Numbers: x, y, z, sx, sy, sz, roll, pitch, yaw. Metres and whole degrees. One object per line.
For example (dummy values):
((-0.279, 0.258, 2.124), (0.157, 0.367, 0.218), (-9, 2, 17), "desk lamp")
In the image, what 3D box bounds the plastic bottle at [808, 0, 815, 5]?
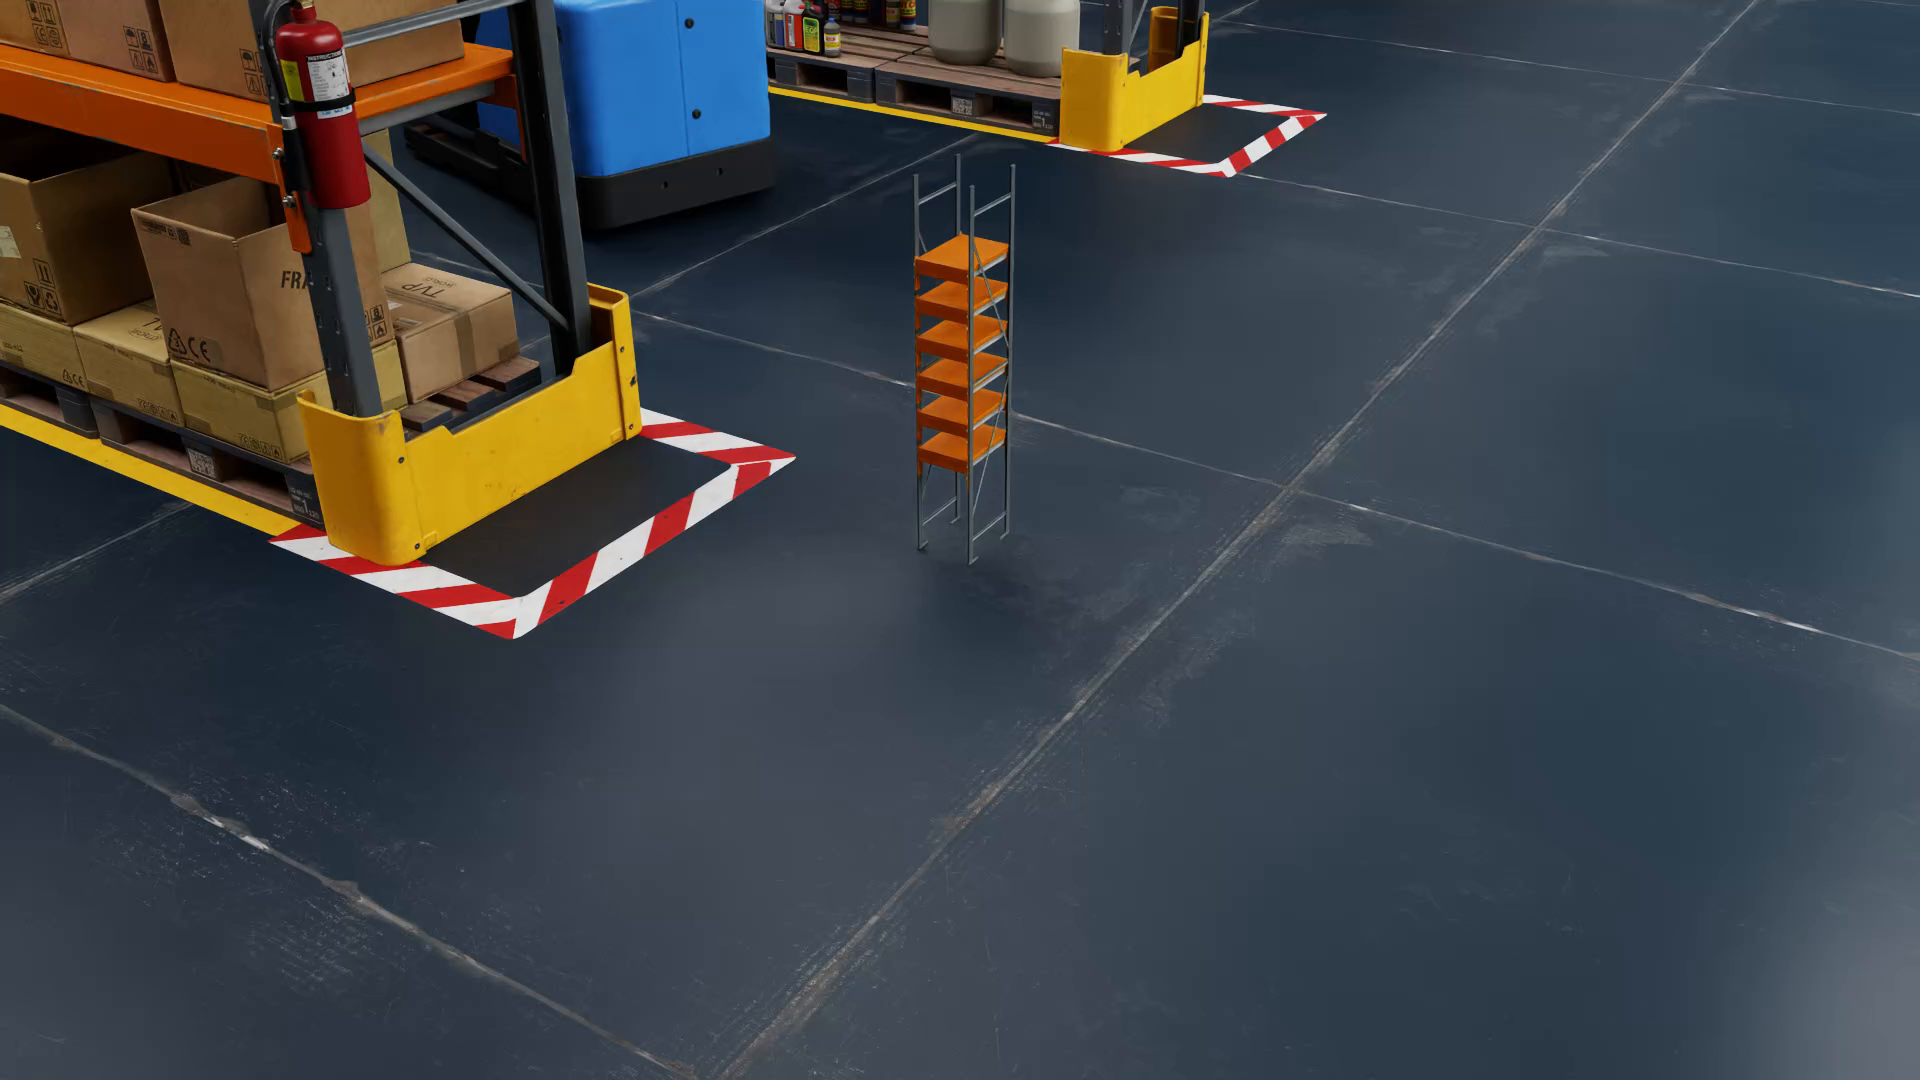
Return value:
((-0.951, -3.417, 10.470), (0.097, 0.201, 0.097), (0, 30, 0), "plastic bottle")

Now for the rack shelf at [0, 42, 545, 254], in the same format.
((-3.279, -1.728, 5.950), (4.000, 0.370, 1.077), (18, 35, 27), "rack shelf")

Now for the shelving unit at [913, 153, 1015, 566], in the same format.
((0.012, -0.514, 4.941), (0.189, 1.200, 0.258), (18, 35, 27), "shelving unit")

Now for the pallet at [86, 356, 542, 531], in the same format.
((-2.255, -0.486, 5.873), (1.213, 0.211, 1.003), (18, 35, 27), "pallet")

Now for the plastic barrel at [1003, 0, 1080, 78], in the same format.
((0.454, -2.867, 9.239), (0.421, 0.512, 0.421), (0, 30, 0), "plastic barrel")

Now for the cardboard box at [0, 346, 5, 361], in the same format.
((-3.473, -0.911, 6.147), (0.500, 0.250, 0.500), (18, 35, 27), "cardboard box")

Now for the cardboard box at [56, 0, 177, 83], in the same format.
((-2.421, -1.816, 5.286), (0.500, 0.500, 0.700), (19, 35, 29), "cardboard box")

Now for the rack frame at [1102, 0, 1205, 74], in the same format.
((1.052, -3.616, 8.472), (0.127, 3.000, 1.000), (18, 35, 27), "rack frame")

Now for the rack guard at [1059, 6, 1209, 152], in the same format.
((0.962, -2.537, 9.102), (0.348, 0.500, 1.175), (18, 35, 27), "rack guard")

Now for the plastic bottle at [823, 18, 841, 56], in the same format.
((-0.737, -2.903, 9.589), (0.097, 0.201, 0.097), (0, 30, 0), "plastic bottle")

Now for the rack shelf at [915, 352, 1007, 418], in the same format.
((0.012, -0.476, 4.963), (0.180, 0.103, 0.258), (18, 35, 27), "rack shelf")

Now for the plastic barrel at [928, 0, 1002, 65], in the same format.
((0.029, -3.001, 9.470), (0.421, 0.512, 0.421), (0, 30, 0), "plastic barrel")

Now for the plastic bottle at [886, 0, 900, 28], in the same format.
((-0.406, -3.244, 10.174), (0.097, 0.201, 0.097), (0, 30, 0), "plastic bottle")

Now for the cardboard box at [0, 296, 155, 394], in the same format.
((-3.051, -0.776, 5.916), (0.500, 0.250, 0.500), (18, 35, 27), "cardboard box")

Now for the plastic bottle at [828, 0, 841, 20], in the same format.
((-0.777, -3.361, 10.376), (0.097, 0.201, 0.097), (0, 30, 0), "plastic bottle")

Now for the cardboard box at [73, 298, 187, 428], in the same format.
((-2.626, -0.643, 5.688), (0.500, 0.250, 0.500), (18, 35, 27), "cardboard box")

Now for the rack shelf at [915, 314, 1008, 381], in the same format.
((0.012, -0.580, 4.903), (0.180, 0.103, 0.258), (18, 35, 27), "rack shelf")

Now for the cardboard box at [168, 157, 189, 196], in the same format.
((-2.776, -1.321, 6.105), (0.500, 0.500, 0.500), (18, 35, 27), "cardboard box")

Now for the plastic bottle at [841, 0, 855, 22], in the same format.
((-0.693, -3.365, 10.312), (0.097, 0.271, 0.097), (0, 30, 0), "plastic bottle")

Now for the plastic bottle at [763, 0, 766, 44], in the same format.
((-1.196, -3.126, 9.824), (0.185, 0.351, 0.144), (19, 35, 29), "plastic bottle")

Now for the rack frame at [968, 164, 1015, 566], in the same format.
((0.090, -0.490, 4.899), (0.006, 1.200, 0.240), (18, 35, 27), "rack frame")

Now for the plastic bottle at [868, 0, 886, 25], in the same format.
((-0.500, -3.320, 10.223), (0.133, 0.283, 0.061), (18, 35, 28), "plastic bottle")

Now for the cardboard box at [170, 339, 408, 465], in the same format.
((-2.196, -0.514, 5.467), (0.500, 0.250, 0.500), (18, 35, 27), "cardboard box")

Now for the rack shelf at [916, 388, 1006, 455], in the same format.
((0.012, -0.372, 5.024), (0.180, 0.103, 0.258), (18, 35, 27), "rack shelf")

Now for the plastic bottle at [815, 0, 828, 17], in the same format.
((-0.865, -3.419, 10.406), (0.097, 0.271, 0.097), (0, 30, 0), "plastic bottle")

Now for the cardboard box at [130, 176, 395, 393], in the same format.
((-2.197, -0.837, 5.277), (0.500, 0.500, 0.500), (18, 35, 27), "cardboard box")

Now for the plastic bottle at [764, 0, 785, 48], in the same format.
((-1.053, -3.051, 9.770), (0.135, 0.276, 0.152), (17, 34, 26), "plastic bottle")

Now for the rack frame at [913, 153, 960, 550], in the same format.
((-0.065, -0.539, 4.983), (0.006, 1.200, 0.240), (18, 35, 27), "rack frame")

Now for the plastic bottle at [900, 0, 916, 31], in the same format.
((-0.318, -3.247, 10.109), (0.097, 0.271, 0.097), (0, 30, 0), "plastic bottle")

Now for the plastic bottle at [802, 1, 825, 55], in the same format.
((-0.846, -2.961, 9.609), (0.133, 0.283, 0.061), (18, 35, 29), "plastic bottle")

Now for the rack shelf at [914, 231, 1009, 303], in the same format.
((0.012, -0.787, 4.782), (0.180, 0.103, 0.258), (18, 35, 27), "rack shelf")

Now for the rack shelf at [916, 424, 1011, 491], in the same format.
((0.012, -0.269, 5.084), (0.180, 0.103, 0.258), (18, 35, 27), "rack shelf")

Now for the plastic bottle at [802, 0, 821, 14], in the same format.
((-0.880, -3.063, 9.782), (0.133, 0.283, 0.061), (18, 35, 27), "plastic bottle")

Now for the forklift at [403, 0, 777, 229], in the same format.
((-2.238, -3.333, 8.055), (1.130, 2.935, 3.031), (-24, 38, -35), "forklift")

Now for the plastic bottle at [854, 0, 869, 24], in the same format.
((-0.609, -3.338, 10.267), (0.097, 0.271, 0.097), (0, 30, 0), "plastic bottle")

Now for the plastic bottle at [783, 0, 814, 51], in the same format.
((-0.936, -3.014, 9.706), (0.135, 0.276, 0.152), (18, 35, 28), "plastic bottle")

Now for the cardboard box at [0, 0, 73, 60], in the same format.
((-2.838, -1.951, 5.518), (0.500, 0.500, 0.700), (18, 35, 28), "cardboard box")

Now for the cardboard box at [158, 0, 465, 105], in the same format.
((-1.974, -1.677, 5.048), (0.500, 0.500, 0.700), (18, 35, 27), "cardboard box")

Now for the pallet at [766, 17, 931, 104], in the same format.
((-0.752, -2.959, 10.113), (1.213, 0.211, 1.003), (18, 35, 27), "pallet")

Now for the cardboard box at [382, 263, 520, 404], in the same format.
((-1.921, -0.736, 5.846), (0.500, 0.250, 0.500), (18, 35, 27), "cardboard box")

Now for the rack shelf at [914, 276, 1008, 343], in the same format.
((0.012, -0.683, 4.842), (0.180, 0.103, 0.258), (18, 35, 27), "rack shelf")

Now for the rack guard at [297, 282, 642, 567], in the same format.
((-1.565, -0.417, 5.469), (0.348, 0.500, 1.175), (18, 35, 27), "rack guard")

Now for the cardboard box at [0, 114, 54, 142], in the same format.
((-3.475, -1.234, 5.956), (0.500, 0.500, 0.500), (18, 35, 27), "cardboard box")

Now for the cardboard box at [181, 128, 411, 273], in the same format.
((-2.345, -1.193, 5.885), (0.500, 0.500, 0.500), (18, 35, 27), "cardboard box")

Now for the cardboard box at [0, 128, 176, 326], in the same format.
((-3.052, -1.099, 5.725), (0.500, 0.500, 0.500), (18, 35, 27), "cardboard box")

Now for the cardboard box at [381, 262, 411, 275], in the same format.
((-2.346, -0.868, 6.073), (0.500, 0.250, 0.500), (18, 35, 27), "cardboard box")

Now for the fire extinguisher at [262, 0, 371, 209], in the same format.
((-1.732, -1.240, 4.475), (0.183, 0.674, 0.296), (18, 35, 27), "fire extinguisher")

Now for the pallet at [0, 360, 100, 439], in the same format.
((-3.284, -0.813, 6.434), (1.213, 0.211, 1.003), (18, 35, 27), "pallet")

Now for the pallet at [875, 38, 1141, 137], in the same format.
((0.277, -2.632, 9.552), (1.213, 0.211, 1.003), (18, 35, 27), "pallet")

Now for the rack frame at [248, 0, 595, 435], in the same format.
((-1.585, -1.503, 4.850), (0.127, 3.000, 1.000), (18, 35, 27), "rack frame")
